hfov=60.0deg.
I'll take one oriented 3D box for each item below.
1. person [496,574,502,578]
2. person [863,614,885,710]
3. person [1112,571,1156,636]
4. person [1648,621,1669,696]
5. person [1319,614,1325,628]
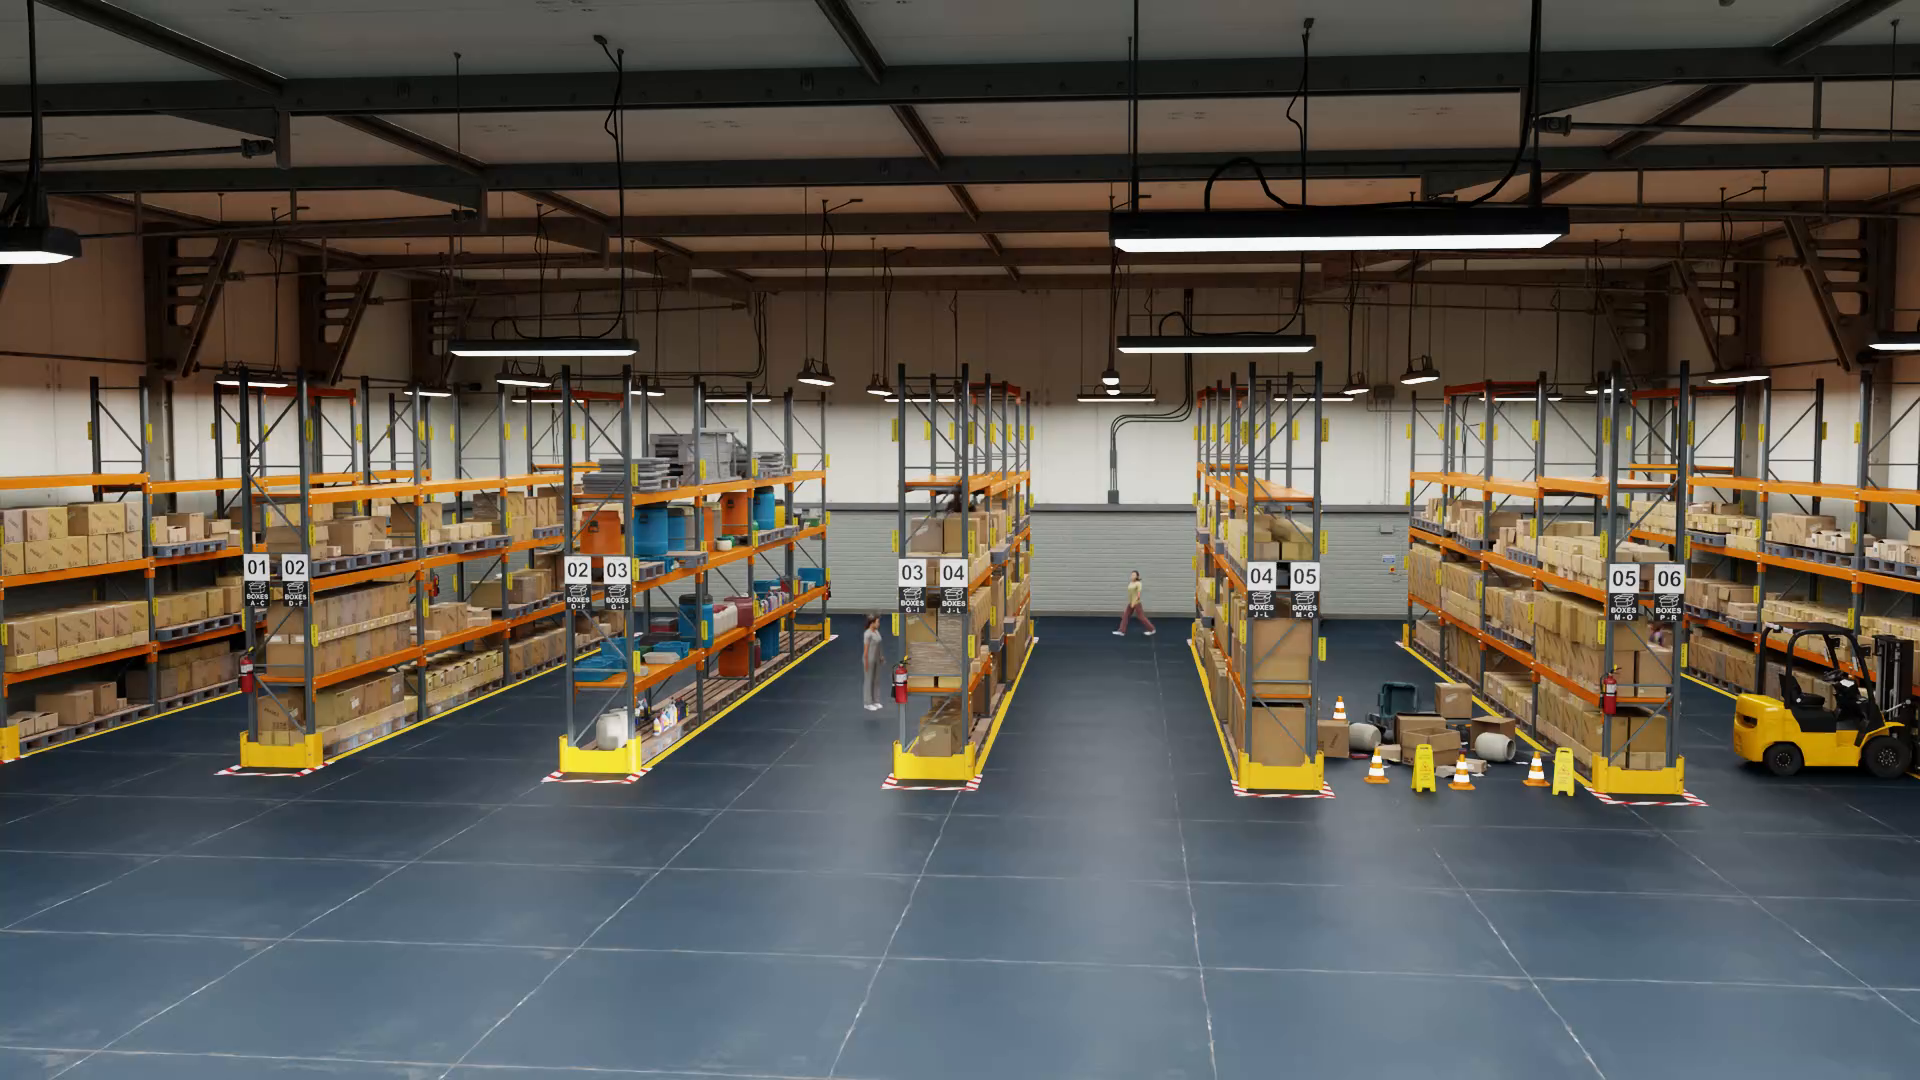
[{"bbox_3d":[-10.487,1.659,38.100,0.429,1.778,0.651,0,4,1],"label":"person"},{"bbox_3d":[-1.533,2.149,29.385,0.354,1.690,0.472,2,4,26],"label":"person"},{"bbox_3d":[4.288,1.560,40.884,1.056,1.621,0.509,0,4,-7],"label":"person"},{"bbox_3d":[12.839,2.244,30.746,0.506,1.590,0.464,-3,5,-44],"label":"person"},{"bbox_3d":[8.865,1.439,42.191,0.721,1.691,0.578,-2,4,-27],"label":"person"}]
